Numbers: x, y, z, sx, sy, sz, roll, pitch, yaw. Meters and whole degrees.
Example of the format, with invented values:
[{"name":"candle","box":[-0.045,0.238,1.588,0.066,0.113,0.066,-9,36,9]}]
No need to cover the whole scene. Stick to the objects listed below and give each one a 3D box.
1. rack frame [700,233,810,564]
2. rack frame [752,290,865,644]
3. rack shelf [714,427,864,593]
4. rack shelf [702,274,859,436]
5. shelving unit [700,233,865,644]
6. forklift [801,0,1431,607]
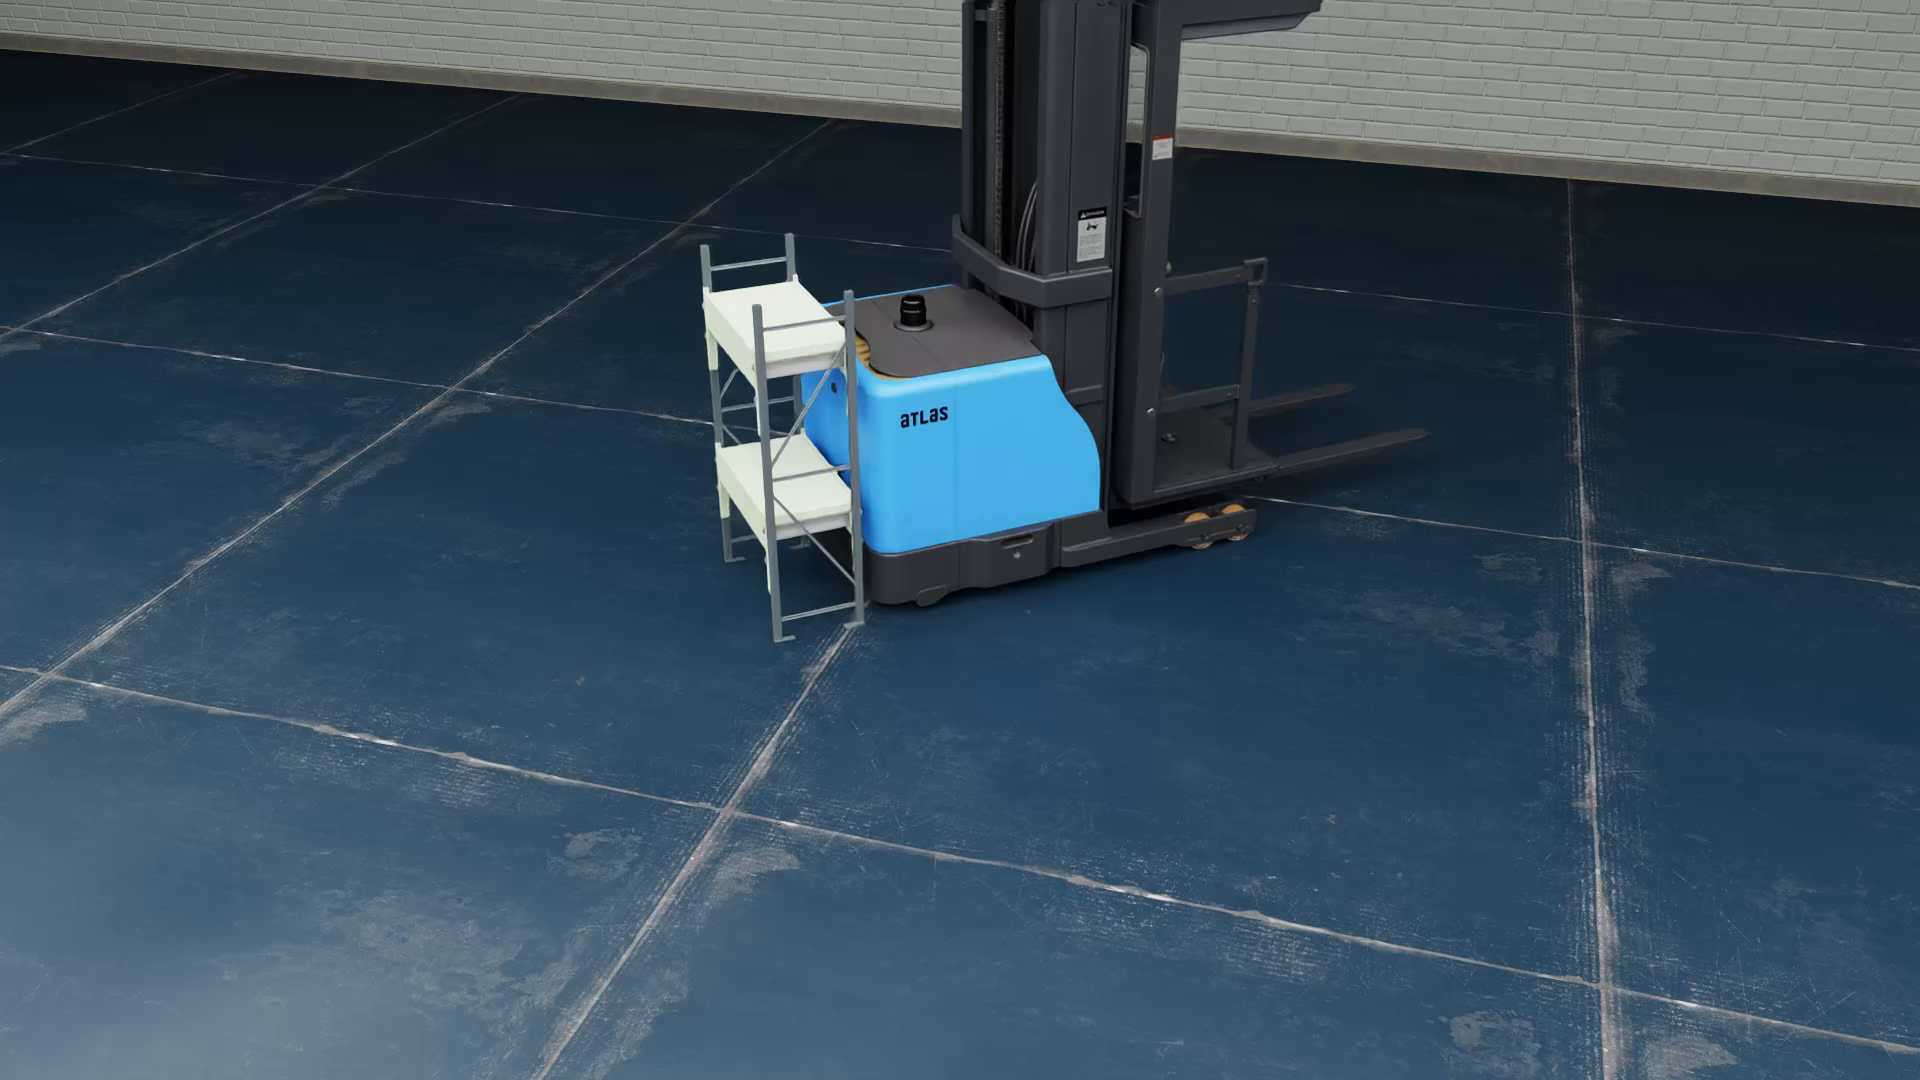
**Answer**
[{"name":"rack frame","box":[-0.884,-0.591,7.270,0.400,1.500,0.023,-12,31,-20]},{"name":"rack frame","box":[-0.596,-0.264,6.682,0.400,1.500,0.023,-12,31,-20]},{"name":"rack shelf","box":[-0.740,-0.143,7.134,0.431,0.370,0.720,-12,31,-20]},{"name":"rack shelf","box":[-0.740,-0.769,6.786,0.431,0.370,0.720,-12,31,-20]},{"name":"shelving unit","box":[-0.740,-0.428,6.976,0.431,1.500,0.755,-12,31,-20]},{"name":"forklift","box":[0.818,-1.459,7.359,3.031,2.935,1.130,-12,31,-21]}]
